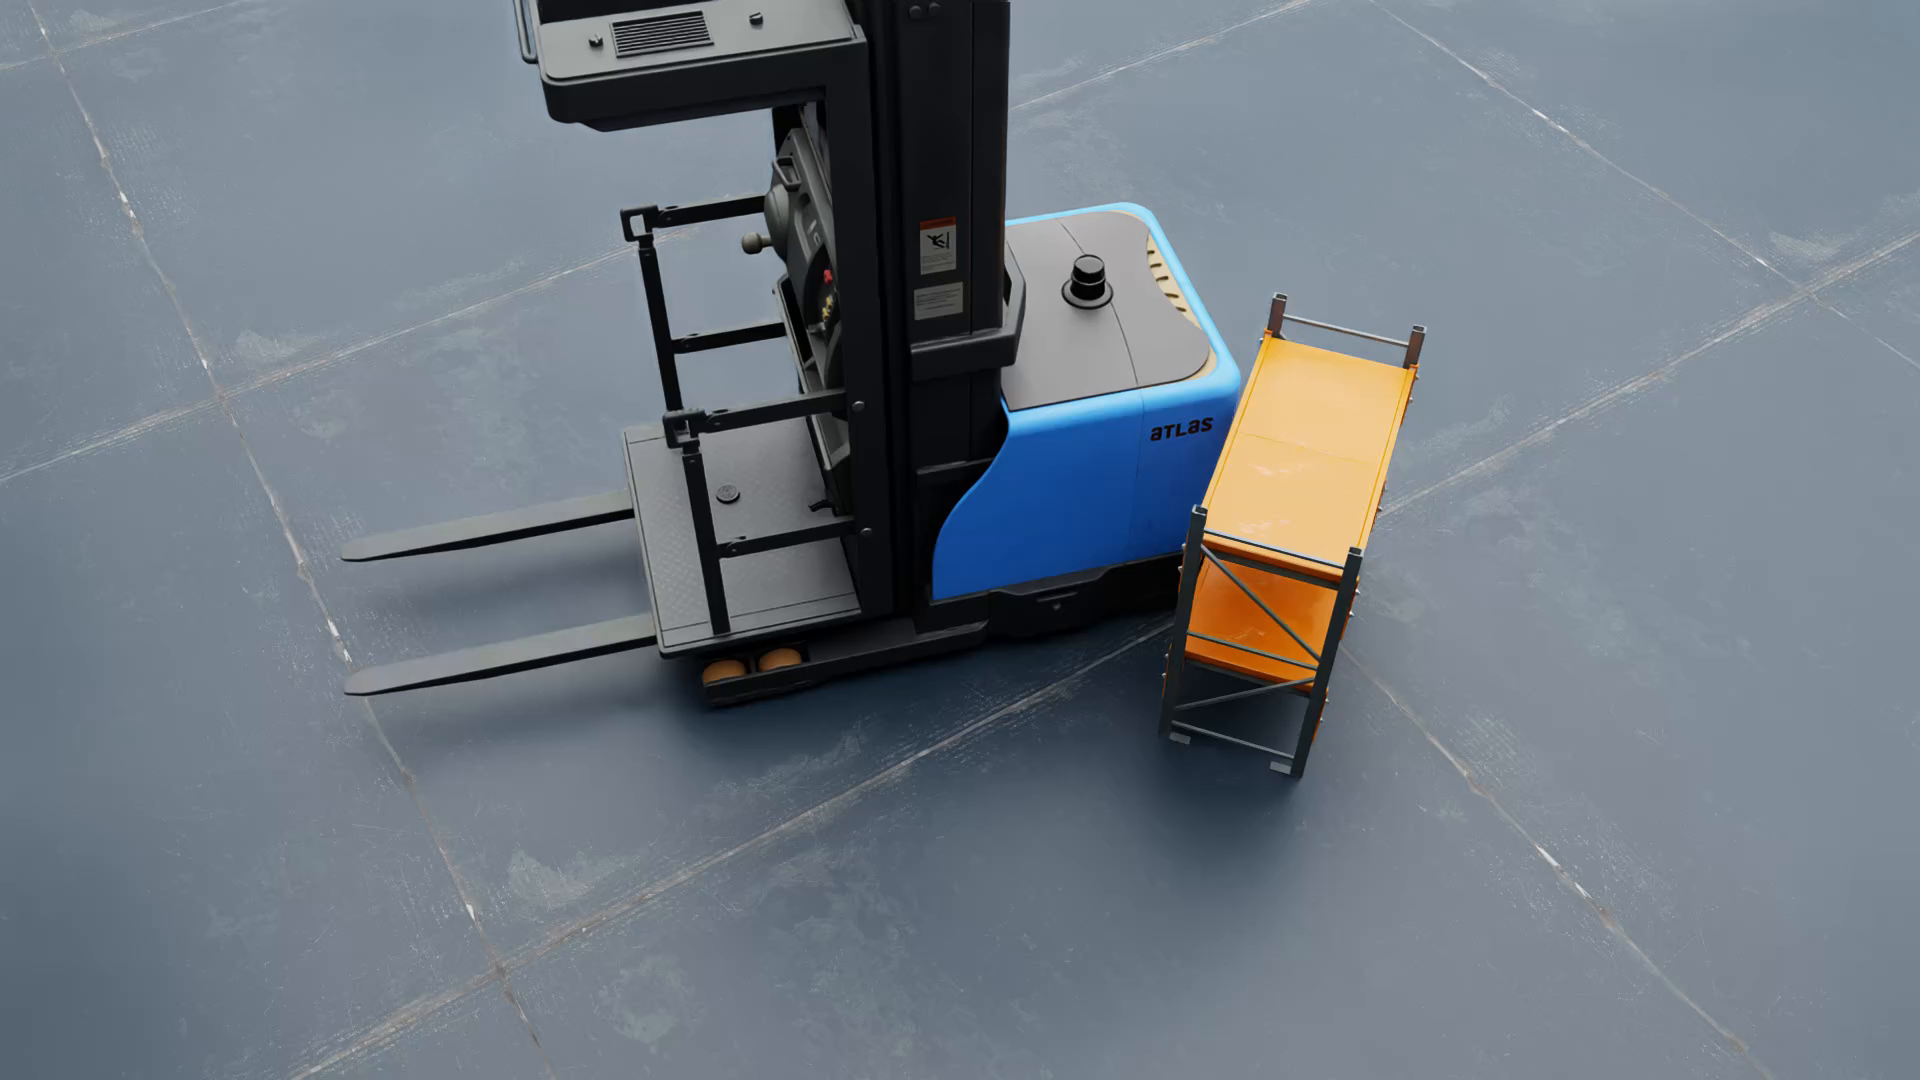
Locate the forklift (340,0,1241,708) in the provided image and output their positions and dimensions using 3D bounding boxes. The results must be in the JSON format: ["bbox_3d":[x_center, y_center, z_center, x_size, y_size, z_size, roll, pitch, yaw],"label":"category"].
[{"bbox_3d":[-0.659,-0.846,5.040,3.031,2.935,1.130,-11,49,-10],"label":"forklift"}]

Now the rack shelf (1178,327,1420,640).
[{"bbox_3d":[1.087,-0.204,5.286,0.538,0.278,1.000,16,50,13],"label":"rack shelf"}]

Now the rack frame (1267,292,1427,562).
[{"bbox_3d":[1.265,-0.365,5.822,0.500,1.125,0.032,16,50,13],"label":"rack frame"}]

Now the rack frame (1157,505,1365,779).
[{"bbox_3d":[0.910,0.346,5.188,0.500,1.125,0.032,16,50,13],"label":"rack frame"}]

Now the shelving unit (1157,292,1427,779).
[{"bbox_3d":[1.087,-0.009,5.505,0.538,1.125,1.048,16,50,13],"label":"shelving unit"}]

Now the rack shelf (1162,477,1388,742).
[{"bbox_3d":[1.087,0.153,5.688,0.538,0.278,1.000,16,50,13],"label":"rack shelf"}]
